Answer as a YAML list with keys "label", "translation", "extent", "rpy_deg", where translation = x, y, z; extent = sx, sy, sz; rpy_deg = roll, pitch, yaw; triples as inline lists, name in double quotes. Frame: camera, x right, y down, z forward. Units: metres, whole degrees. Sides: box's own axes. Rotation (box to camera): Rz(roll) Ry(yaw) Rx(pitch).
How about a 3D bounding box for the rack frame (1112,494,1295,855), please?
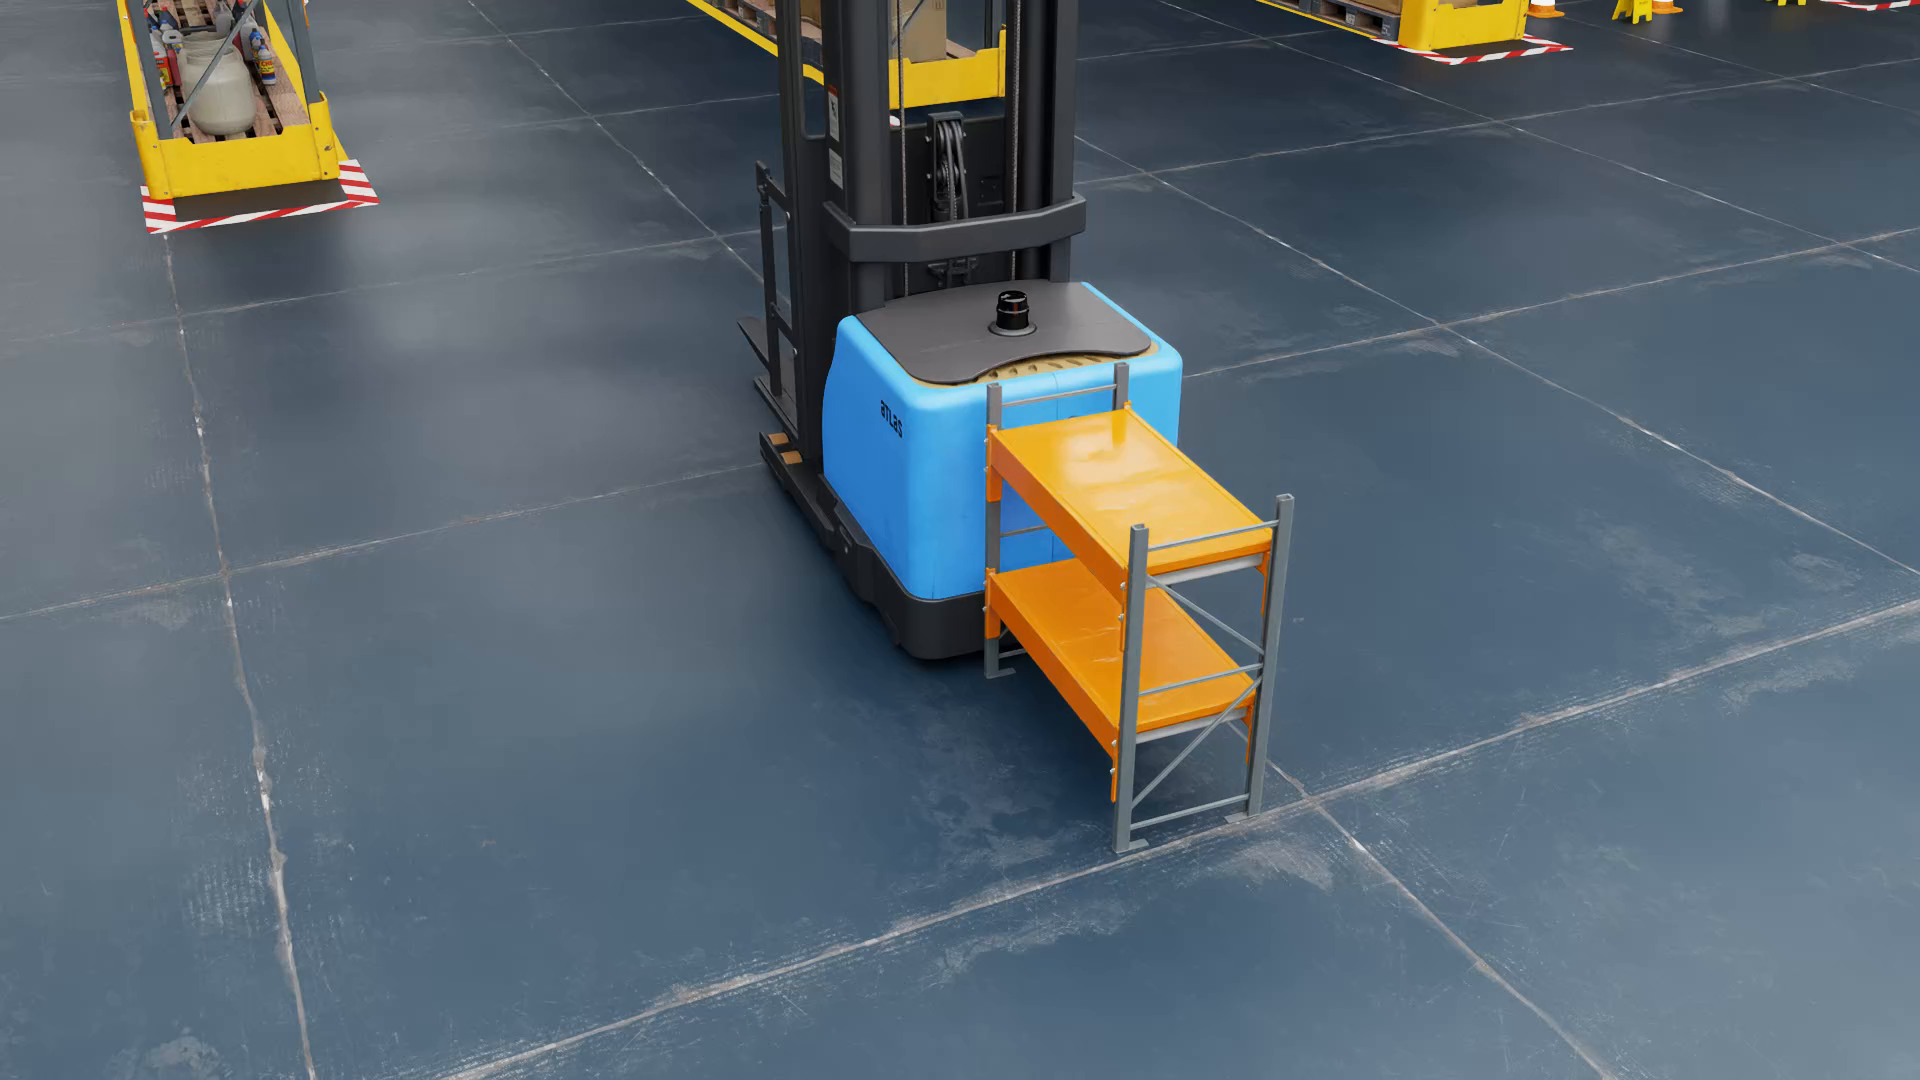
- label: "rack frame"
  translation: [0.701, 0.412, 4.865]
  extent: [0.500, 1.125, 0.032]
  rpy_deg: [-11, 31, -19]

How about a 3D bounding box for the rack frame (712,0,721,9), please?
- label: "rack frame"
  translation: [-1.875, -6.452, 15.189]
  extent: [1.000, 3.000, 0.127]
  rpy_deg: [-13, 32, -22]

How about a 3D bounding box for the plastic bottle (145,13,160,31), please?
- label: "plastic bottle"
  translation: [-6.295, -3.922, 12.935]
  extent: [0.144, 0.351, 0.185]
  rpy_deg: [-15, 32, -24]

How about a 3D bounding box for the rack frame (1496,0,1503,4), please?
- label: "rack frame"
  translation: [4.366, -5.682, 13.816]
  extent: [1.000, 3.000, 0.127]
  rpy_deg: [-13, 32, -22]

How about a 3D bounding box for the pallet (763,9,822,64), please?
- label: "pallet"
  translation: [-1.027, -4.407, 14.393]
  extent: [1.003, 0.211, 1.213]
  rpy_deg: [-13, 32, -22]

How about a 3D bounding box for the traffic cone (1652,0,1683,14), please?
- label: "traffic cone"
  translation: [6.587, -5.195, 15.542]
  extent: [0.336, 0.463, 0.334]
  rpy_deg: [-13, 32, -22]

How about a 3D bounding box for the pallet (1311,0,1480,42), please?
- label: "pallet"
  translation: [3.952, -4.802, 15.099]
  extent: [1.003, 0.211, 1.213]
  rpy_deg: [-13, 32, -22]

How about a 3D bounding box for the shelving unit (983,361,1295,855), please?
- label: "shelving unit"
  translation: [0.511, 0.181, 5.277]
  extent: [0.538, 1.125, 1.048]
  rpy_deg: [-11, 31, -19]

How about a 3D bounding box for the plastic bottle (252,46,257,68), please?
- label: "plastic bottle"
  translation: [-5.360, -3.722, 12.732]
  extent: [0.097, 0.201, 0.097]
  rpy_deg: [0, 29, 0]

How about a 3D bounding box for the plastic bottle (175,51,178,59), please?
- label: "plastic bottle"
  translation: [-5.854, -3.549, 12.423]
  extent: [0.097, 0.201, 0.097]
  rpy_deg: [0, 29, 0]

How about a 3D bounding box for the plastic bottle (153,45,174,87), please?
- label: "plastic bottle"
  translation: [-5.899, -3.485, 12.234]
  extent: [0.152, 0.276, 0.135]
  rpy_deg: [-13, 32, -22]

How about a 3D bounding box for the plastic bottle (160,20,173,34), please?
- label: "plastic bottle"
  translation: [-6.205, -3.932, 13.034]
  extent: [0.097, 0.271, 0.097]
  rpy_deg: [0, 29, 0]

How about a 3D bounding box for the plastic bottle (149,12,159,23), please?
- label: "plastic bottle"
  translation: [-6.444, -4.046, 13.234]
  extent: [0.152, 0.276, 0.135]
  rpy_deg: [-12, 31, -20]

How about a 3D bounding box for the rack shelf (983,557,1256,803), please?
- label: "rack shelf"
  translation: [0.511, 0.394, 5.396]
  extent: [0.538, 0.278, 1.000]
  rpy_deg: [-11, 31, -19]

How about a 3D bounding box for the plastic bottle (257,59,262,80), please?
- label: "plastic bottle"
  translation: [-5.172, -3.529, 12.387]
  extent: [0.097, 0.201, 0.097]
  rpy_deg: [0, 29, 0]

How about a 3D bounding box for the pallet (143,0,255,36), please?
- label: "pallet"
  translation: [-6.720, -4.535, 14.621]
  extent: [1.003, 0.211, 1.213]
  rpy_deg: [-13, 32, -22]

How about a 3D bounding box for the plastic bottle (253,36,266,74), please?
- label: "plastic bottle"
  translation: [-5.275, -3.665, 12.558]
  extent: [0.097, 0.271, 0.097]
  rpy_deg: [0, 29, 0]

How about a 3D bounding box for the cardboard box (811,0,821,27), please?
- label: "cardboard box"
  translation: [-0.950, -4.595, 14.003]
  extent: [0.500, 0.500, 0.500]
  rpy_deg: [-10, 31, -17]

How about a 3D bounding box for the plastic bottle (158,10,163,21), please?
- label: "plastic bottle"
  translation: [-6.348, -4.072, 13.272]
  extent: [0.061, 0.283, 0.133]
  rpy_deg: [-13, 32, -22]

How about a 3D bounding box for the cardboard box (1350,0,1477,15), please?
- label: "cardboard box"
  translation: [4.015, -5.224, 14.742]
  extent: [0.875, 0.875, 0.875]
  rpy_deg: [-13, 32, -22]

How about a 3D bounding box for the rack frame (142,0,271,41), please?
- label: "rack frame"
  translation: [-6.348, -5.412, 13.335]
  extent: [1.000, 3.000, 0.127]
  rpy_deg: [-13, 32, -22]

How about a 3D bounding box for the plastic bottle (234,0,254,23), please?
- label: "plastic bottle"
  translation: [-5.729, -4.140, 13.324]
  extent: [0.144, 0.351, 0.185]
  rpy_deg: [-15, 32, -24]

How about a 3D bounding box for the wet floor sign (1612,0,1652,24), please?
- label: "wet floor sign"
  translation: [6.166, -5.058, 15.110]
  extent: [0.267, 0.644, 0.232]
  rpy_deg: [-19, 35, -30]

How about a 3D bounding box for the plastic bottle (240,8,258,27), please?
- label: "plastic bottle"
  translation: [-5.590, -3.997, 13.070]
  extent: [0.144, 0.351, 0.185]
  rpy_deg: [-13, 32, -22]

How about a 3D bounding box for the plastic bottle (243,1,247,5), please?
- label: "plastic bottle"
  translation: [-5.844, -4.276, 13.636]
  extent: [0.061, 0.283, 0.133]
  rpy_deg: [-11, 31, -20]

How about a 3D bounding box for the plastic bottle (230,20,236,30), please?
- label: "plastic bottle"
  translation: [-5.672, -3.935, 13.028]
  extent: [0.061, 0.283, 0.133]
  rpy_deg: [-13, 32, -22]

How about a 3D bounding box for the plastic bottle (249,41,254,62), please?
- label: "plastic bottle"
  translation: [-5.449, -3.813, 12.894]
  extent: [0.097, 0.201, 0.097]
  rpy_deg: [0, 29, 0]

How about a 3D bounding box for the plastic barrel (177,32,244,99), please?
- label: "plastic barrel"
  translation: [-5.198, -3.239, 11.574]
  extent: [0.421, 0.512, 0.421]
  rpy_deg: [0, 29, 0]

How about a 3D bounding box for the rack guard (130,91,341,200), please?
- label: "rack guard"
  translation: [-4.706, -2.579, 10.837]
  extent: [1.175, 0.500, 0.348]
  rpy_deg: [-13, 32, -22]

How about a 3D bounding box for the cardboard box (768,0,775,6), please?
- label: "cardboard box"
  translation: [-1.486, -5.108, 14.920]
  extent: [0.500, 0.500, 0.500]
  rpy_deg: [-3, 29, -6]

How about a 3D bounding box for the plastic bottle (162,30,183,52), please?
- label: "plastic bottle"
  translation: [-5.990, -3.743, 12.694]
  extent: [0.152, 0.276, 0.135]
  rpy_deg: [-13, 32, -22]

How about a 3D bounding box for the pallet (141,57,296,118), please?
- label: "pallet"
  translation: [-5.570, -3.351, 12.510]
  extent: [1.003, 0.211, 1.213]
  rpy_deg: [-13, 32, -22]

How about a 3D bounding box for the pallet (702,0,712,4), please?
- label: "pallet"
  translation: [-2.210, -5.579, 16.484]
  extent: [1.003, 0.211, 1.213]
  rpy_deg: [-13, 32, -22]

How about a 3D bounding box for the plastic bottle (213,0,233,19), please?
- label: "plastic bottle"
  translation: [-5.941, -4.194, 13.422]
  extent: [0.144, 0.351, 0.185]
  rpy_deg: [-13, 32, -22]

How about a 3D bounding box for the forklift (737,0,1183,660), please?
- label: "forklift"
  translation: [-0.230, -1.561, 6.537]
  extent: [1.130, 2.935, 3.031]
  rpy_deg: [-11, 31, -19]

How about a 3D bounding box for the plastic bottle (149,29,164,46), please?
- label: "plastic bottle"
  translation: [-6.033, -3.652, 12.454]
  extent: [0.144, 0.351, 0.185]
  rpy_deg: [-12, 31, -20]

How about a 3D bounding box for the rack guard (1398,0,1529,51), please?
- label: "rack guard"
  translation: [4.376, -4.581, 14.408]
  extent: [1.175, 0.500, 0.348]
  rpy_deg: [-13, 32, -22]
